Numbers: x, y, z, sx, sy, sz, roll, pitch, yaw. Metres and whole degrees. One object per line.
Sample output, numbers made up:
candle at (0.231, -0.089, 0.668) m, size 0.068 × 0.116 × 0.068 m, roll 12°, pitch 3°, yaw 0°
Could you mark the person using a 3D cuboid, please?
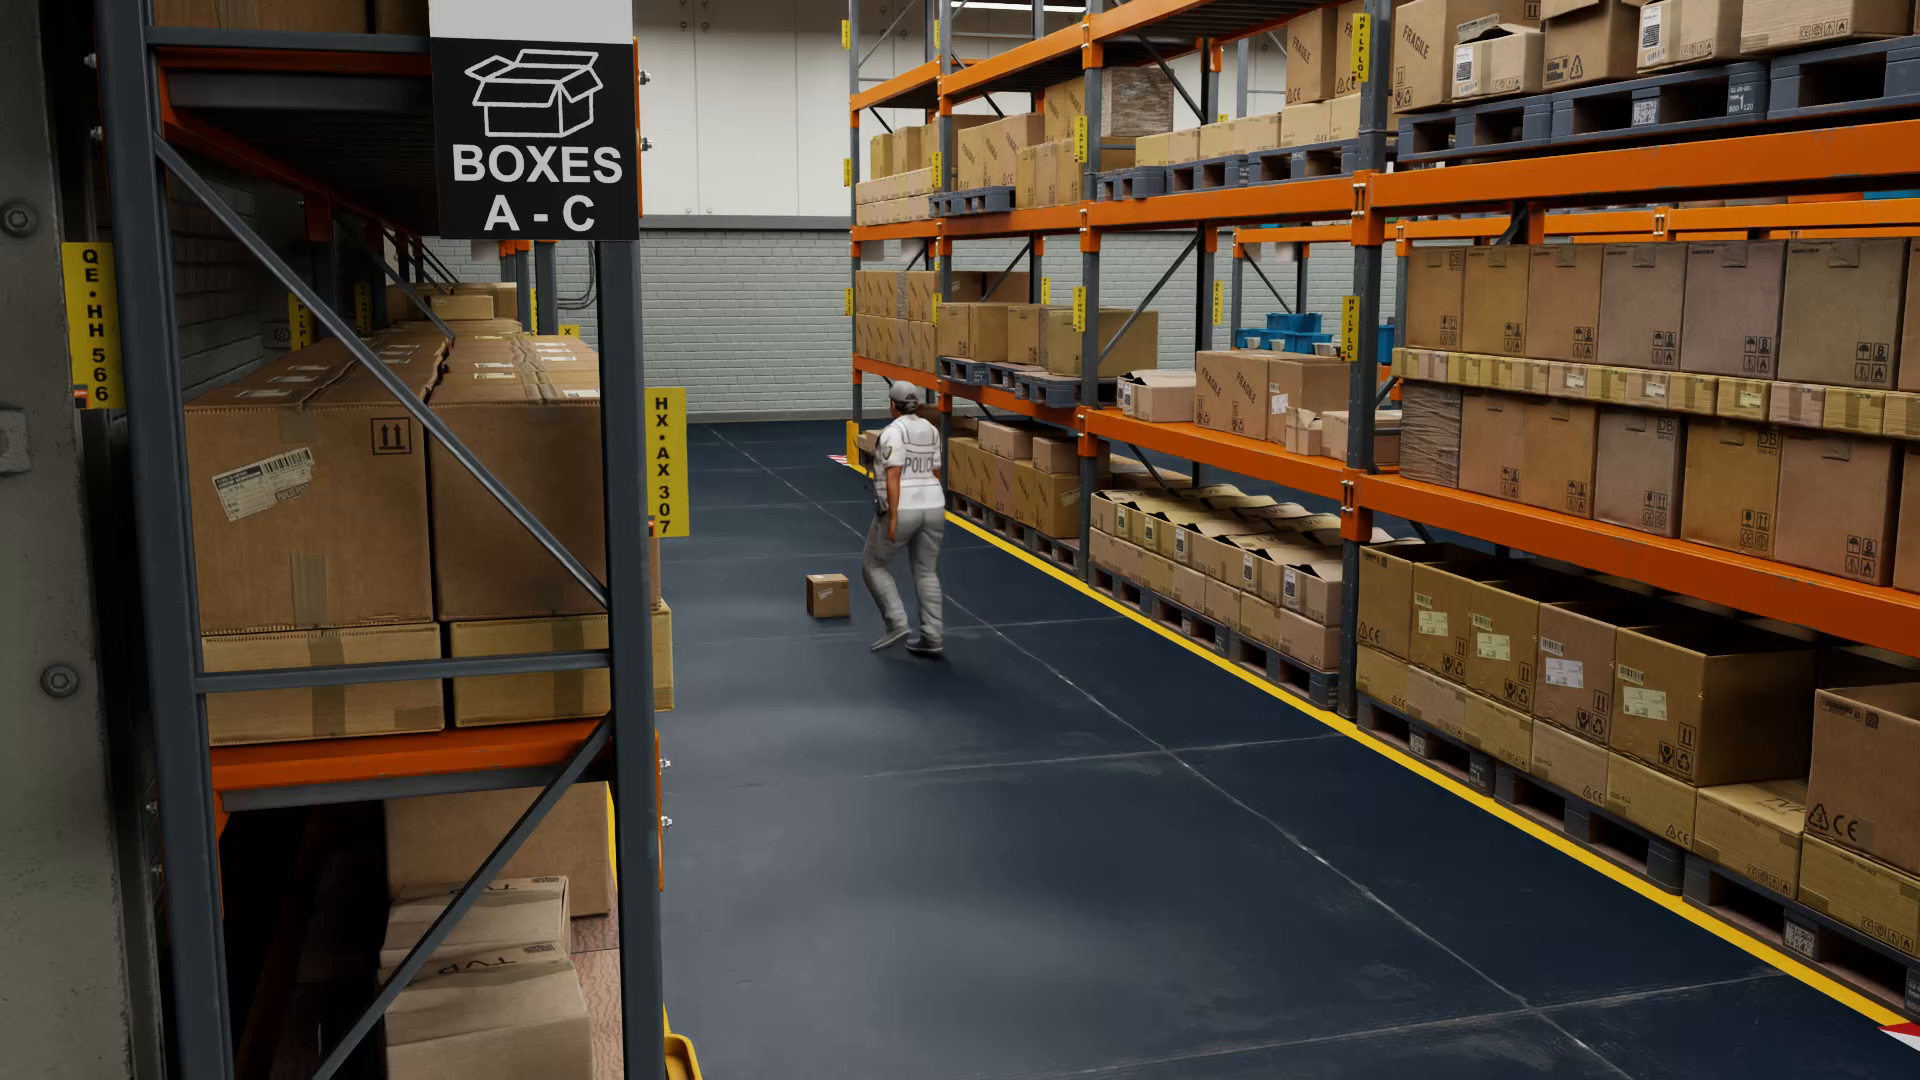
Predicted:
person at (-0.305, -0.138, 10.141) m, size 0.512 × 1.655 × 0.515 m, roll -8°, pitch 13°, yaw -41°
